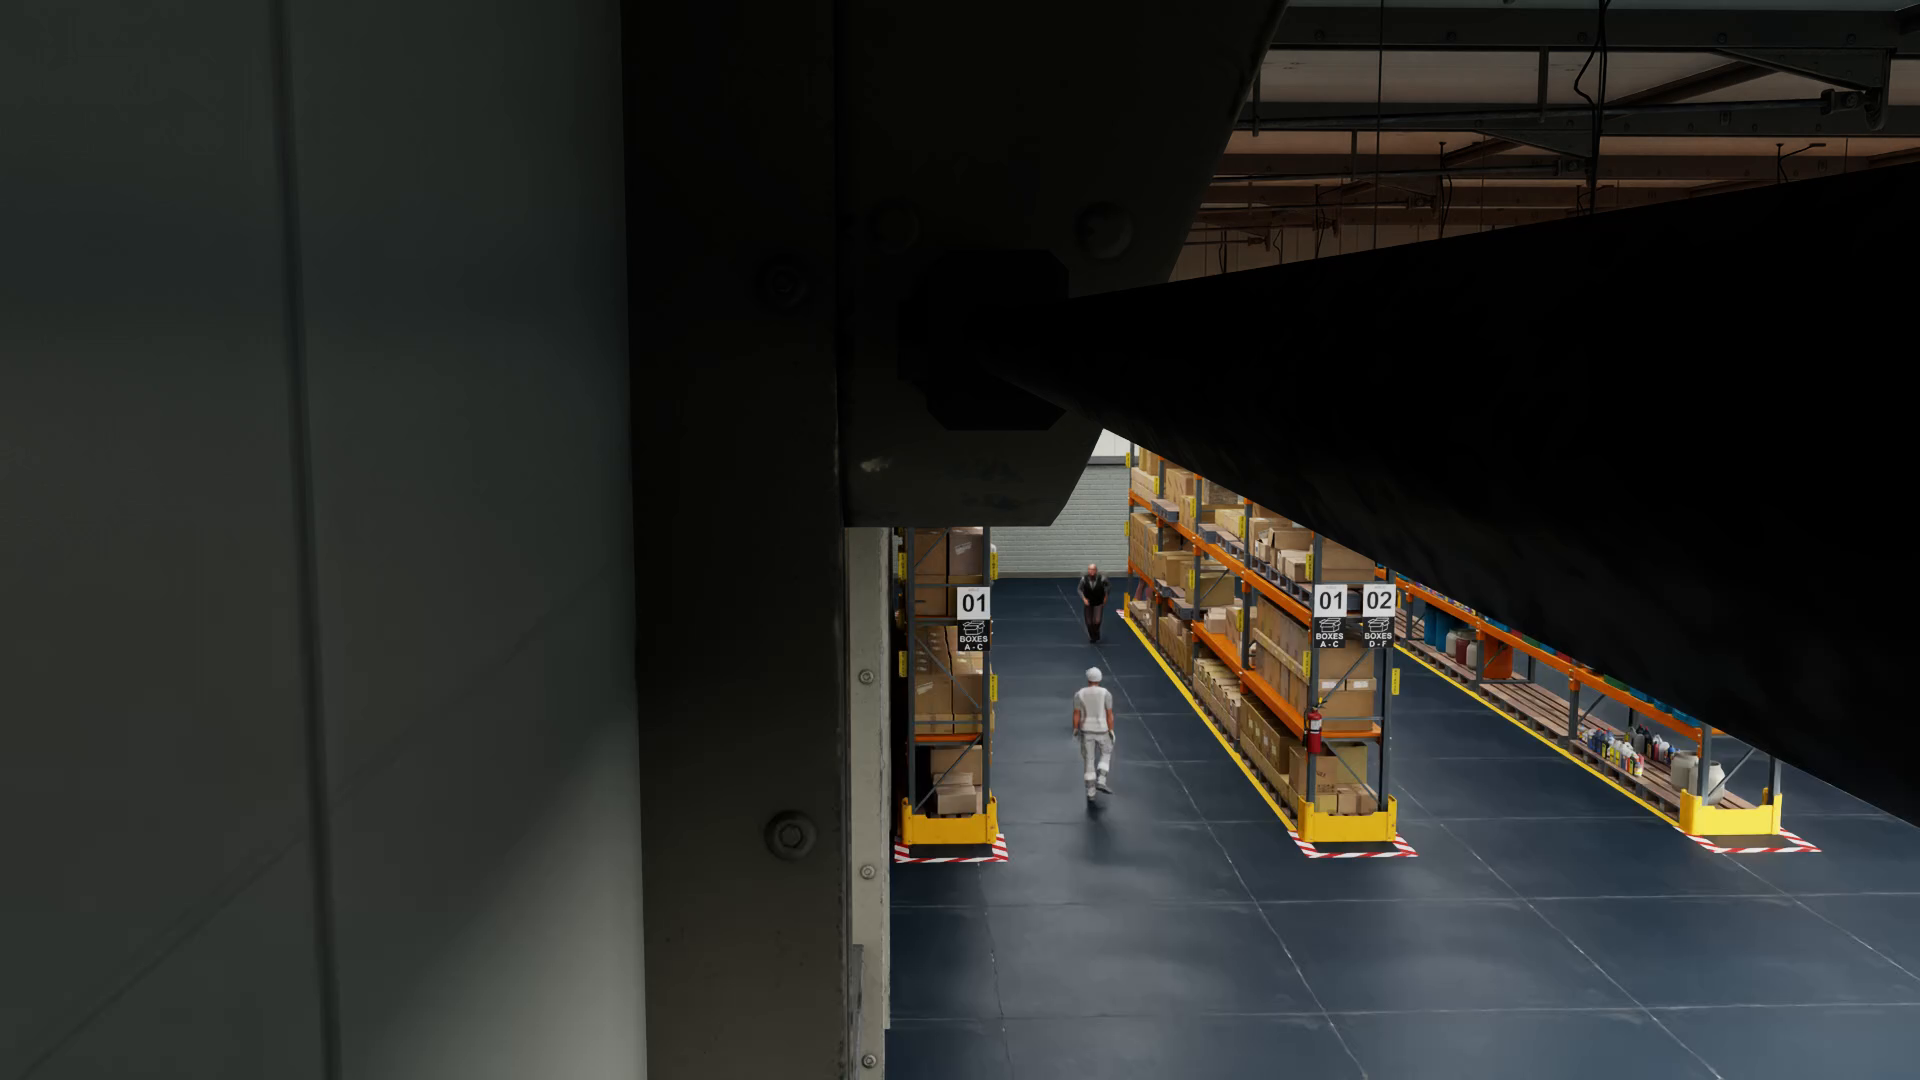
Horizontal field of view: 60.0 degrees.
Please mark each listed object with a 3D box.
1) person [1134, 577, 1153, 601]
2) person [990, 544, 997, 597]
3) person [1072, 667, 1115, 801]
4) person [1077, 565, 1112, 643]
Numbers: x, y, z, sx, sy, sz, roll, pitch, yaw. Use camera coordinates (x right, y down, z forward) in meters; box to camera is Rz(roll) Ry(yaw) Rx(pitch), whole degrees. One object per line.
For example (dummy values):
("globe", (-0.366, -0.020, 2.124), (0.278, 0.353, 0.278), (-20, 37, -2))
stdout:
("person", (4.226, 0.702, 37.560), (0.608, 1.692, 0.486), (1, 7, 11))
("person", (0.620, 0.638, 38.121), (0.446, 1.624, 0.898), (-1, 7, -5))
("person", (1.800, 2.579, 22.356), (0.583, 1.771, 0.494), (1, 7, 11))
("person", (2.684, 1.273, 33.214), (0.690, 1.632, 0.720), (1, 7, 9))
